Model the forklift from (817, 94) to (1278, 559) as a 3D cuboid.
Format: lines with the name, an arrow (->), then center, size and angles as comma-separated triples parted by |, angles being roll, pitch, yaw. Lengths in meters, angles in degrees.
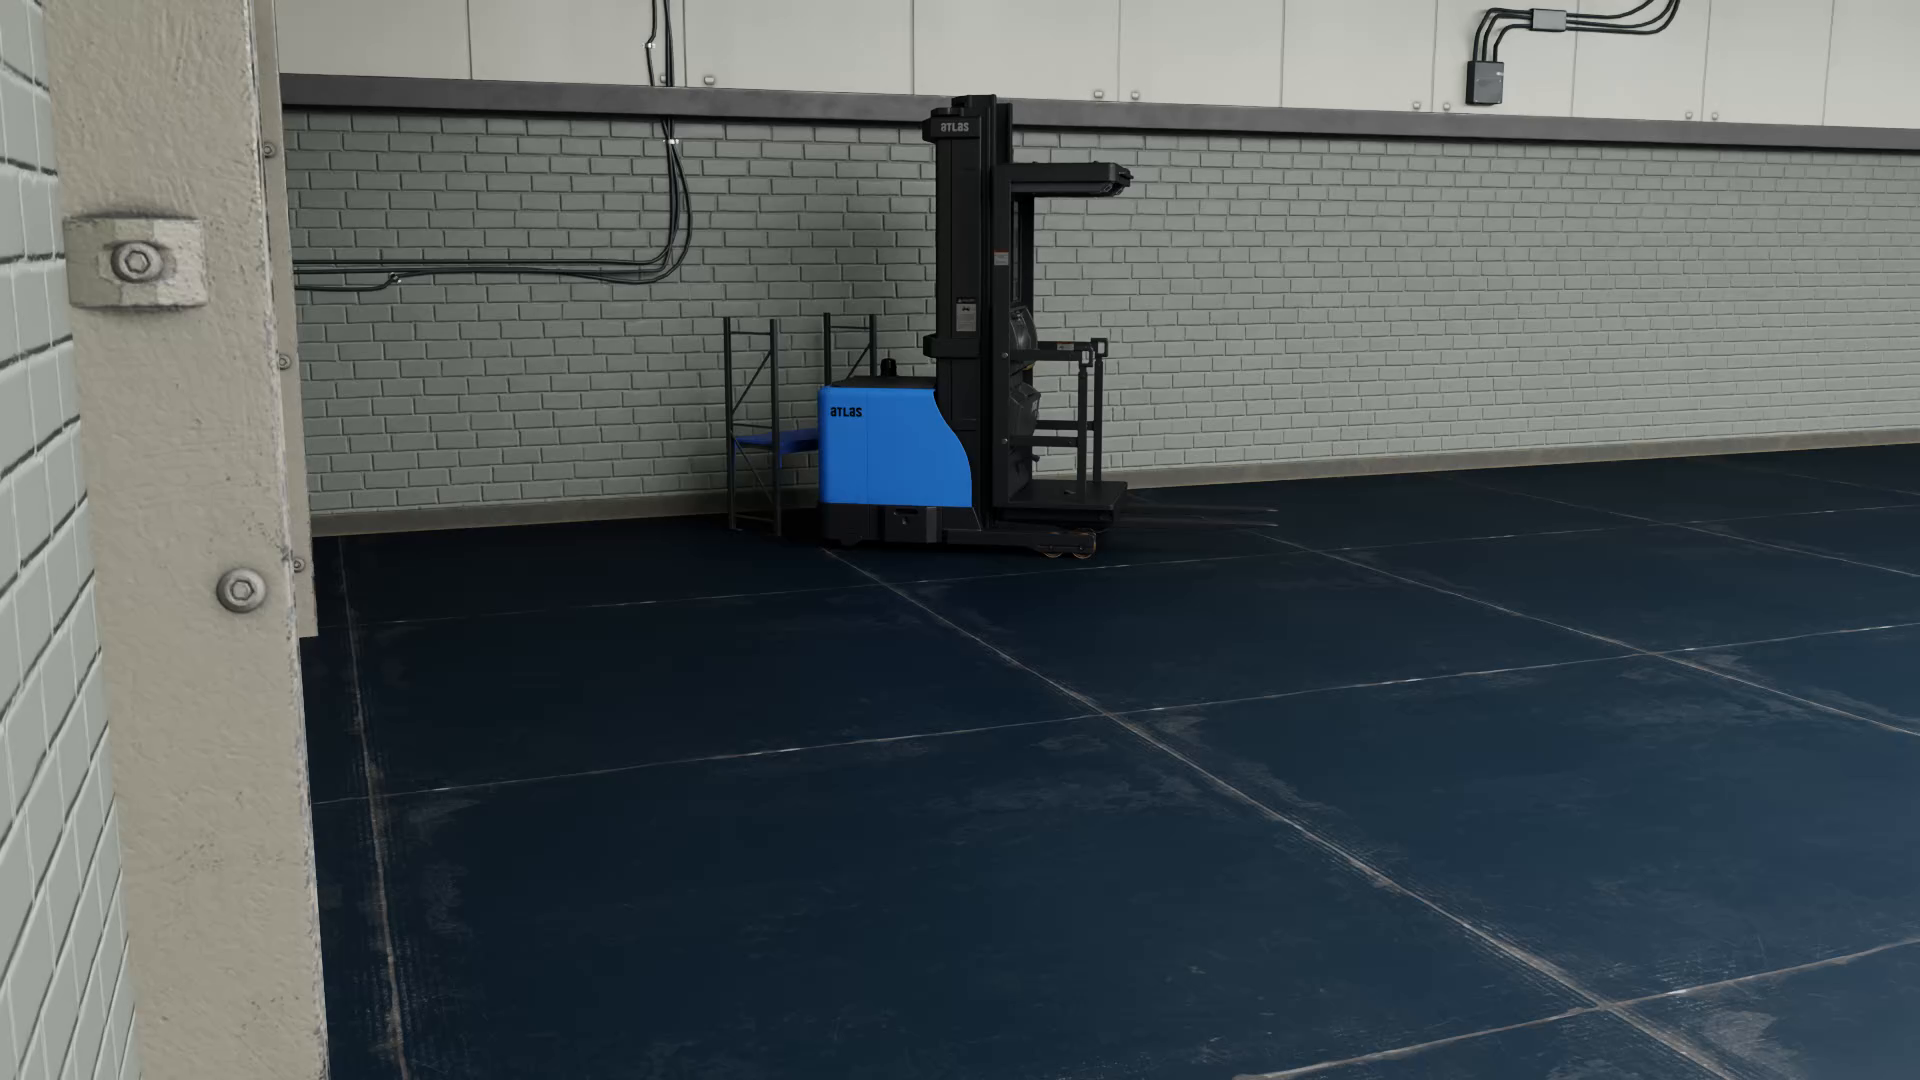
forklift -> 0.612, -1.423, 11.051 | 3.031, 2.935, 1.130 | 2, 10, 10

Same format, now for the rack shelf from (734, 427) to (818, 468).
rack shelf -> -1.129, -0.683, 12.003 | 0.538, 0.185, 1.000 | 8, 13, 38

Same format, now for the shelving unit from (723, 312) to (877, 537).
shelving unit -> -1.129, -0.860, 11.971 | 0.538, 1.500, 1.048 | 8, 13, 38

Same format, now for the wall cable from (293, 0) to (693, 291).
wall cable -> -3.380, -2.992, 11.410 | 3.097, 2.526, 0.112 | -4, 11, -21

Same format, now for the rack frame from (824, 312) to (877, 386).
rack frame -> -0.812, -0.929, 12.362 | 0.500, 1.500, 0.032 | 8, 13, 38

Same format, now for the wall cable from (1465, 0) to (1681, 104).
wall cable -> 5.474, -6.795, 14.213 | 2.305, 6.003, 0.169 | -4, 11, -21

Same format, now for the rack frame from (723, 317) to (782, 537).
rack frame -> -1.447, -0.790, 11.580 | 0.500, 1.500, 0.032 | 8, 13, 38

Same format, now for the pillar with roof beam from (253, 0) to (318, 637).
pillar with roof beam -> 0.467, -4.229, 9.499 | 9.100, 9.000, 0.400 | -4, 11, -21
